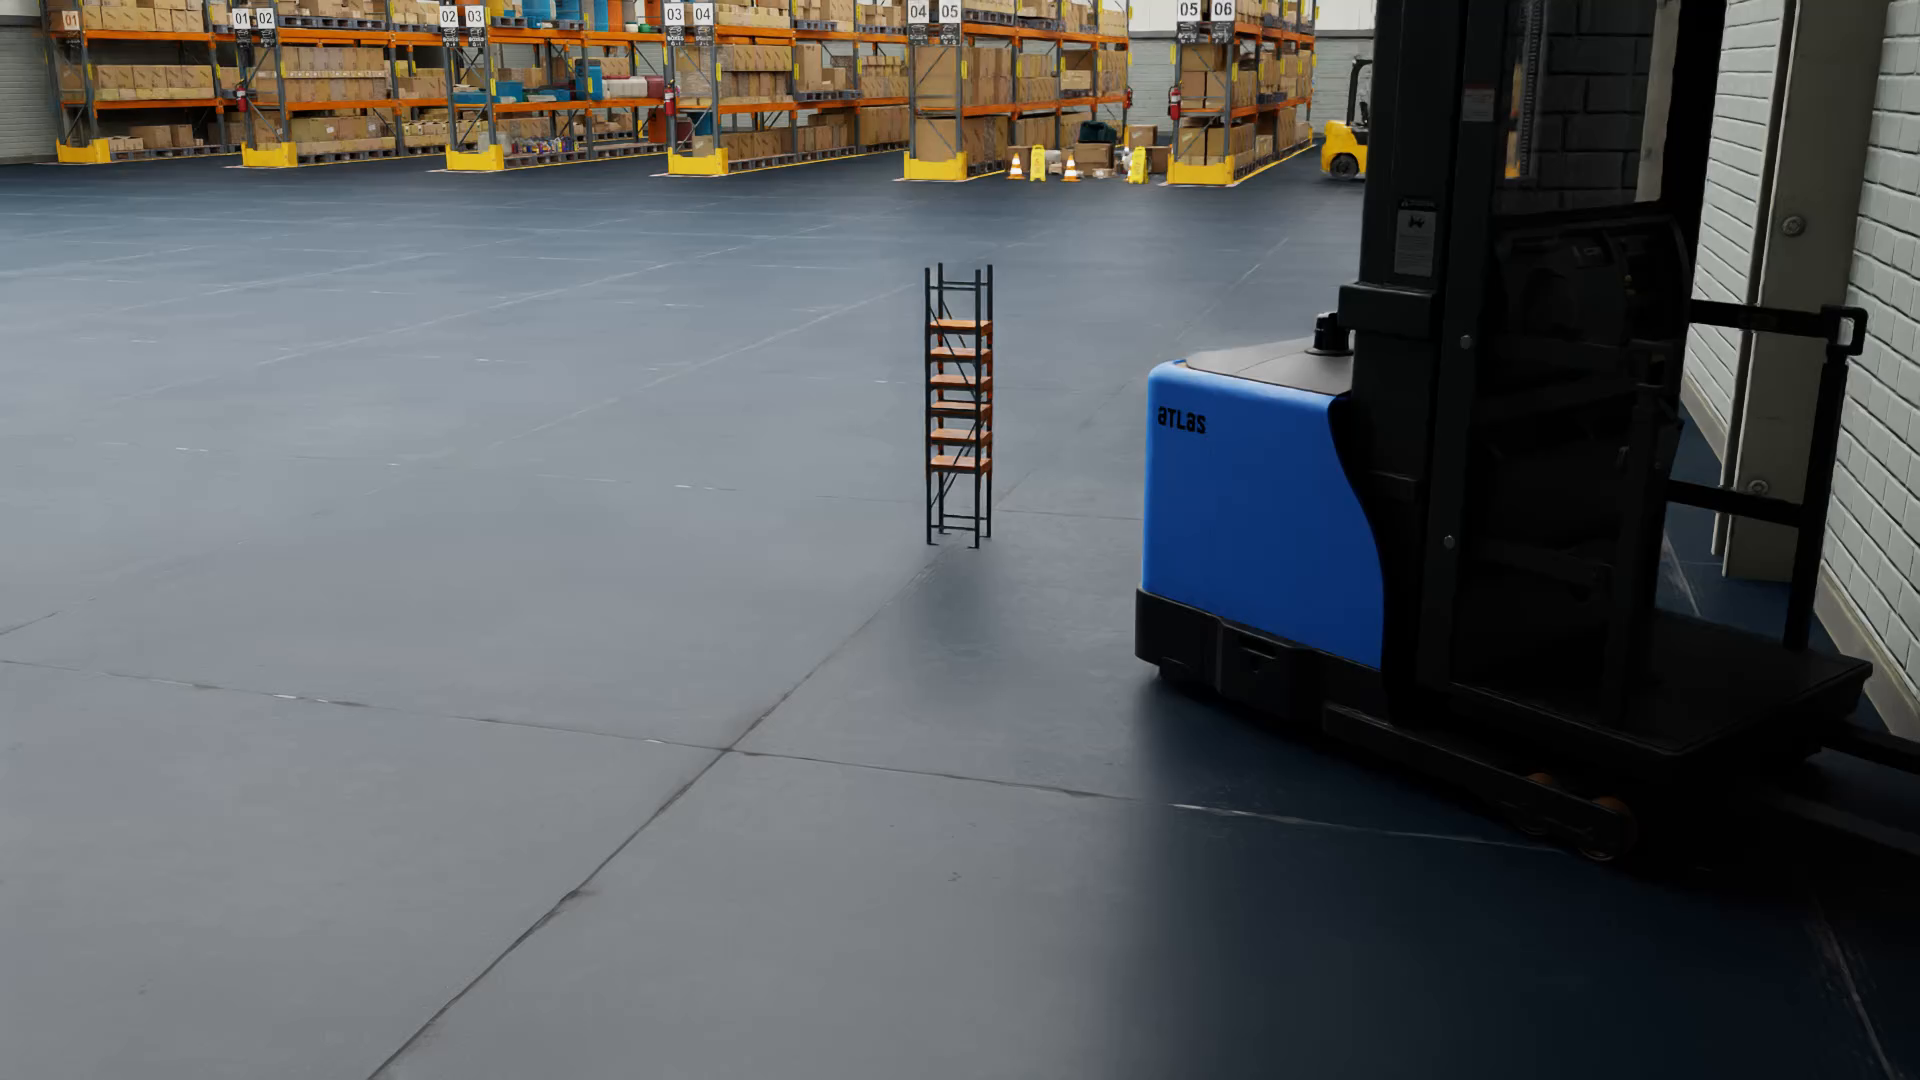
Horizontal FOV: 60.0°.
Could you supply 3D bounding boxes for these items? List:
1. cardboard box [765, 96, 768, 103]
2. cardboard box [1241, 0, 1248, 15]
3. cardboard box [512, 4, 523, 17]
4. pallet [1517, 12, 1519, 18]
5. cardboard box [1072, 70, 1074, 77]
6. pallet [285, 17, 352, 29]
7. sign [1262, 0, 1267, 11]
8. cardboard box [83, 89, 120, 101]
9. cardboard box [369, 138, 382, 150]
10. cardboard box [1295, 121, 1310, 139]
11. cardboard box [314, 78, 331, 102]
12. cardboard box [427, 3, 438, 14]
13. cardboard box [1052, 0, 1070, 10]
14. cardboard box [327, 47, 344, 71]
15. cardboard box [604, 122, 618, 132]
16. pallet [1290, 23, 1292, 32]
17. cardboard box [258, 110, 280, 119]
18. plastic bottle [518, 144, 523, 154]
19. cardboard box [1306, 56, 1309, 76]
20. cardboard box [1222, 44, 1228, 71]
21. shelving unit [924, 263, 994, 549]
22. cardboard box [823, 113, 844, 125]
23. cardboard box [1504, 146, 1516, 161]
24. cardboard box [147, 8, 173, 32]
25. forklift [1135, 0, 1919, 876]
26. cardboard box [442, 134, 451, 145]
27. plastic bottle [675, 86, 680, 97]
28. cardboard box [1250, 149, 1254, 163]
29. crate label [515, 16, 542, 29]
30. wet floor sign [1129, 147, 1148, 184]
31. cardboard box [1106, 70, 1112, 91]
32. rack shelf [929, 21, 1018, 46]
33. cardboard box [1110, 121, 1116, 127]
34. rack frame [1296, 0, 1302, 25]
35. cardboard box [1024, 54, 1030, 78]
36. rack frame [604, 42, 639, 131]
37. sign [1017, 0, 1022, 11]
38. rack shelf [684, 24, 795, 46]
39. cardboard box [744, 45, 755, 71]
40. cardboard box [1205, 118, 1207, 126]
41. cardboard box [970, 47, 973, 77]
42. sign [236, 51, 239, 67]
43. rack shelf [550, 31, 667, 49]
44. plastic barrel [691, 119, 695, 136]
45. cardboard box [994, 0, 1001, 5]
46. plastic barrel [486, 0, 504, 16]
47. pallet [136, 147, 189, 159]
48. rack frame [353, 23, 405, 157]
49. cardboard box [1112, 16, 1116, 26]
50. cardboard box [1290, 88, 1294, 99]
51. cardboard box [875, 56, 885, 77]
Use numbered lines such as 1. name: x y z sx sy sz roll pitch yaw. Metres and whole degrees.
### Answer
1. cardboard box: -4.225 -9.173 34.632 0.380 0.149 0.250 5 16 16
2. cardboard box: 4.996 -9.774 30.524 0.500 0.250 0.500 5 17 18
3. cardboard box: -11.856 -13.824 43.938 0.600 0.600 0.600 4 16 14
4. pallet: 10.001 -9.719 30.762 1.003 0.211 1.213 5 16 16
5. cardboard box: 2.510 -11.149 39.738 0.380 0.149 0.250 5 17 18
6. pallet: -14.106 -11.322 36.415 1.003 0.211 1.213 5 16 16
7. sign: 5.981 -10.579 32.686 0.100 0.325 0.005 5 16 16
8. cardboard box: -18.984 -9.842 36.770 0.500 0.250 0.500 4 16 14
9. cardboard box: -13.613 -9.076 38.100 0.500 0.250 0.500 5 16 16
10. cardboard box: 8.777 -10.856 44.032 0.875 0.438 0.875 4 16 14
11. cardboard box: -14.240 -9.855 36.394 0.700 0.500 0.500 5 17 16
12. cardboard box: -15.405 -15.223 47.953 0.500 0.500 0.500 4 16 15
13. cardboard box: 2.347 -12.410 38.502 0.396 0.266 0.258 5 16 16
14. cardboard box: -14.087 -10.627 36.738 0.700 0.500 0.500 5 16 16
15. cardboard box: -10.346 -12.086 48.675 0.500 0.250 0.500 5 16 16
16. pallet: 7.043 -11.791 38.254 1.003 0.211 1.213 5 17 18
17. cardboard box: -17.671 -10.793 42.284 0.500 0.250 0.500 5 16 16
18. plastic bottle: -9.564 -8.509 36.153 0.097 0.201 0.097 0 16 0
19. cardboard box: 8.696 -12.183 42.770 0.500 0.500 0.500 5 16 16
20. cardboard box: 4.730 -9.097 31.343 0.700 0.500 0.500 5 16 16
21. shelving unit: -0.004 -0.573 7.152 0.258 1.200 0.189 5 16 16
22. cardboard box: -3.068 -9.935 39.258 0.500 0.250 0.500 5 17 18
23. cardboard box: 9.415 -6.724 28.890 0.500 0.250 0.500 5 17 17
24. cardboard box: -18.474 -11.919 38.135 0.500 0.500 0.500 4 16 14
25. forklift: 1.908 -0.721 4.501 1.130 2.935 3.031 -12 20 -37
26. cardboard box: -12.751 -9.833 40.769 0.500 0.250 0.500 5 17 17
27. plastic bottle: -7.085 -11.241 41.677 0.061 0.283 0.133 5 16 16
28. cardboard box: 5.548 -7.631 33.006 0.500 0.250 0.500 5 17 18
29. crate label: -9.079 -10.869 34.928 0.502 0.251 0.408 5 16 16
30. wet floor sign: 3.242 -6.782 30.056 0.267 0.644 0.232 11 19 35
31. cardboard box: 3.651 -11.938 43.193 0.500 0.500 0.500 4 16 15
32. rack shelf: 0.116 -9.859 32.411 1.077 0.370 4.000 5 16 16
33. cardboard box: 3.951 -11.107 44.354 0.380 0.149 0.250 5 17 18
34. rack frame: 7.732 -13.907 39.867 1.000 3.000 0.127 5 16 16
35. cardboard box: 1.108 -10.211 35.818 0.700 0.500 0.500 5 17 16
36. rack frame: -10.129 -13.605 49.797 1.000 3.000 0.127 5 16 16
37. sign: 1.217 -10.972 33.926 0.100 0.325 0.005 5 16 16
38. rack shelf: -4.611 -10.270 33.860 1.077 0.370 4.000 5 16 16
39. cardboard box: -4.472 -9.706 33.490 0.500 0.500 0.500 5 16 16
40. cardboard box: 4.414 -7.830 31.143 0.380 0.149 0.250 5 17 17
41. cardboard box: -0.242 -9.075 31.574 0.875 0.550 0.550 5 16 16
42. sign: -15.192 -10.135 35.009 0.100 0.325 0.005 5 16 16
43. rack shelf: -8.223 -11.700 38.904 1.077 0.370 4.000 5 16 16
44. plastic barrel: -7.136 -10.711 43.385 0.421 0.512 0.421 0 16 0
45. cardboard box: 0.502 -10.637 32.615 0.500 0.250 0.500 4 16 15
46. plastic barrel: -9.726 -11.077 34.275 0.600 0.588 0.600 0 16 0
47. pallet: -18.792 -9.008 38.701 1.003 0.211 1.213 5 16 16
48. rack frame: -13.539 -10.465 38.728 1.000 3.000 0.127 5 16 16
49. cardboard box: 3.761 -13.497 43.278 0.500 0.250 0.500 4 16 13
50. cardboard box: 7.701 -10.678 39.754 0.500 0.250 0.500 4 16 15
51. cardboard box: -2.310 -11.809 41.446 0.797 0.503 0.637 5 17 18
